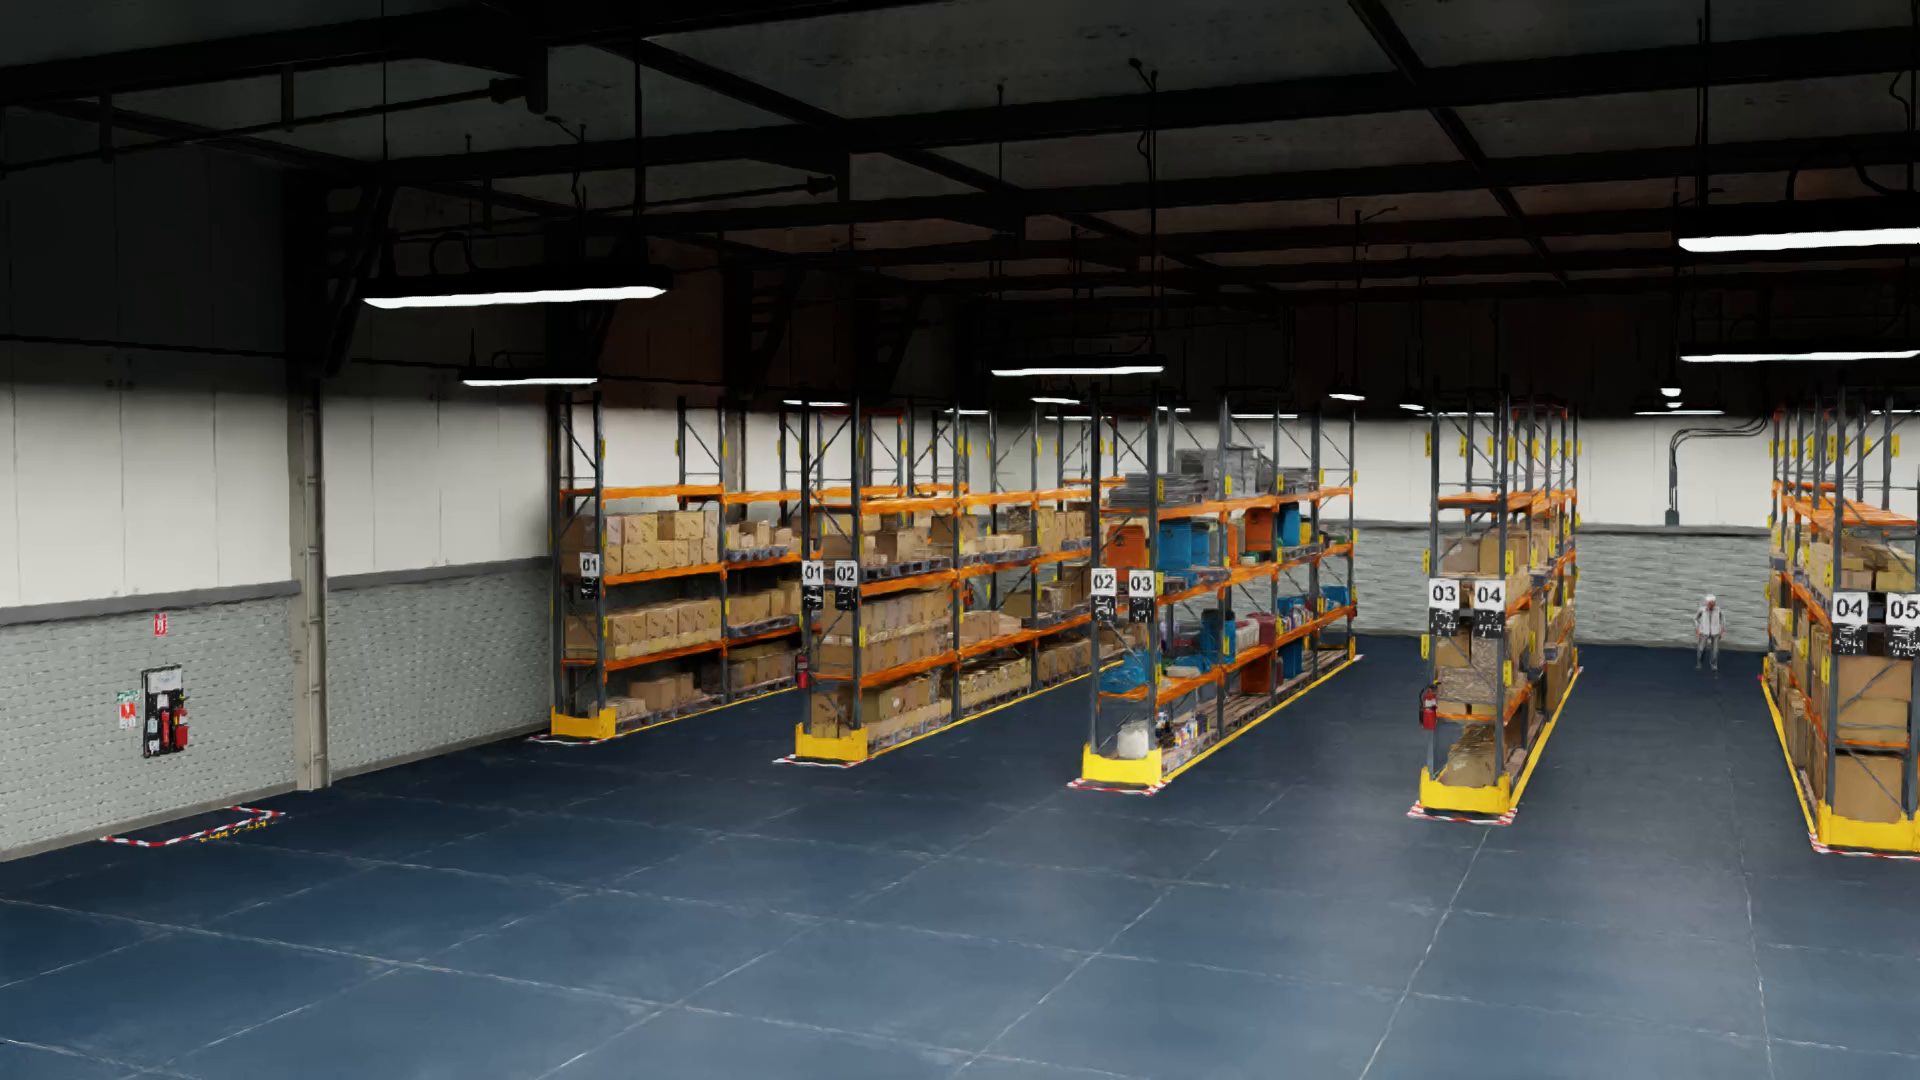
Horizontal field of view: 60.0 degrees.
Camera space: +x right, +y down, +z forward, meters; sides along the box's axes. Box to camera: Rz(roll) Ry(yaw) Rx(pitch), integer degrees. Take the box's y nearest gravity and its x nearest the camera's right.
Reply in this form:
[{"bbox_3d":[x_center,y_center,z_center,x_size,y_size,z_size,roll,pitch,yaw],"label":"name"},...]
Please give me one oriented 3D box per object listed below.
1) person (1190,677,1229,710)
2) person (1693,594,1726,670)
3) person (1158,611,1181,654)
[{"bbox_3d":[4.737,2.537,31.444,0.461,1.435,0.876,3,4,44],"label":"person"},{"bbox_3d":[16.896,2.077,37.488,0.677,1.726,0.574,1,3,22],"label":"person"},{"bbox_3d":[4.459,2.245,35.488,0.479,1.567,1.090,2,3,25],"label":"person"}]
